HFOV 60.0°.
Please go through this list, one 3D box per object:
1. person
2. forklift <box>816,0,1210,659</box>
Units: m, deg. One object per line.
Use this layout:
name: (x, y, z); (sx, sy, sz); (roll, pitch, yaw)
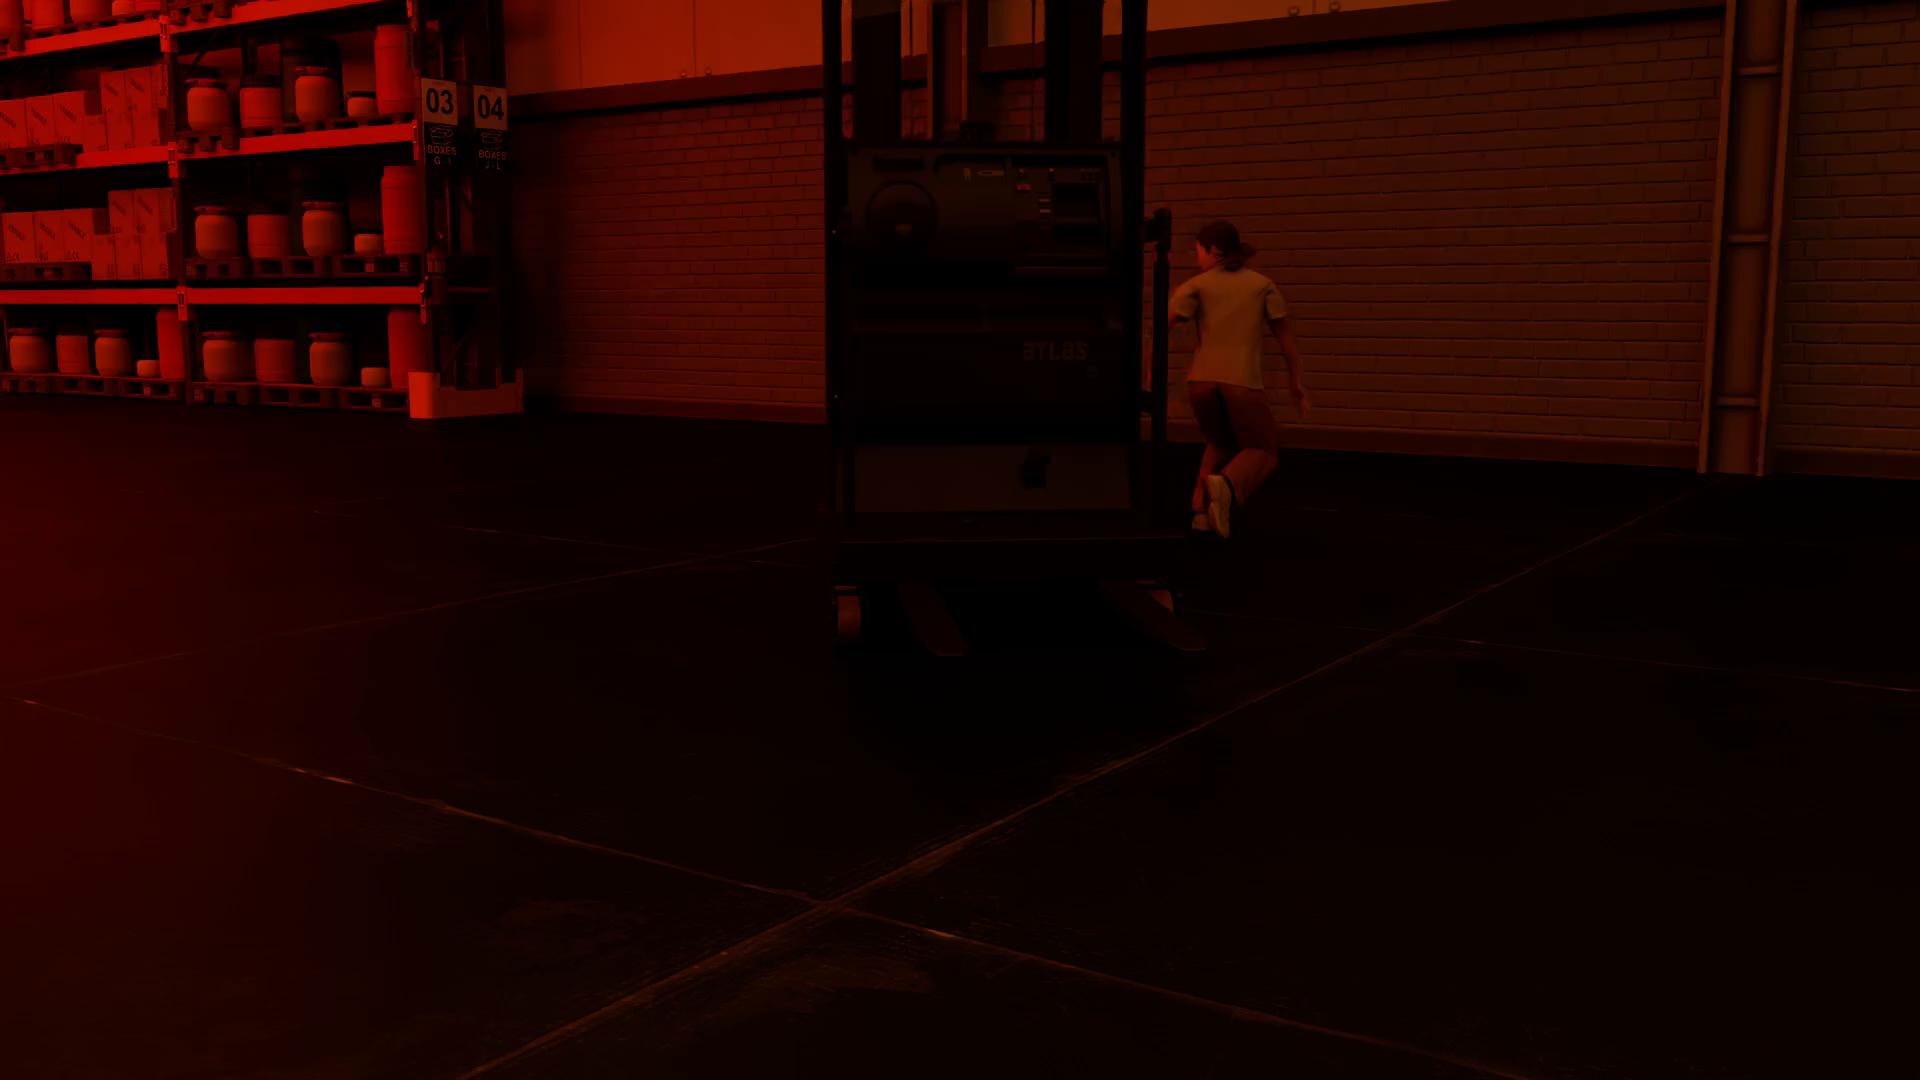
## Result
person: (1.236, -0.749, 7.745); (0.740, 1.472, 0.631); (3, 9, 19)
forklift: (0.112, -1.166, 5.392); (1.130, 2.935, 3.031); (-1, 8, -6)
